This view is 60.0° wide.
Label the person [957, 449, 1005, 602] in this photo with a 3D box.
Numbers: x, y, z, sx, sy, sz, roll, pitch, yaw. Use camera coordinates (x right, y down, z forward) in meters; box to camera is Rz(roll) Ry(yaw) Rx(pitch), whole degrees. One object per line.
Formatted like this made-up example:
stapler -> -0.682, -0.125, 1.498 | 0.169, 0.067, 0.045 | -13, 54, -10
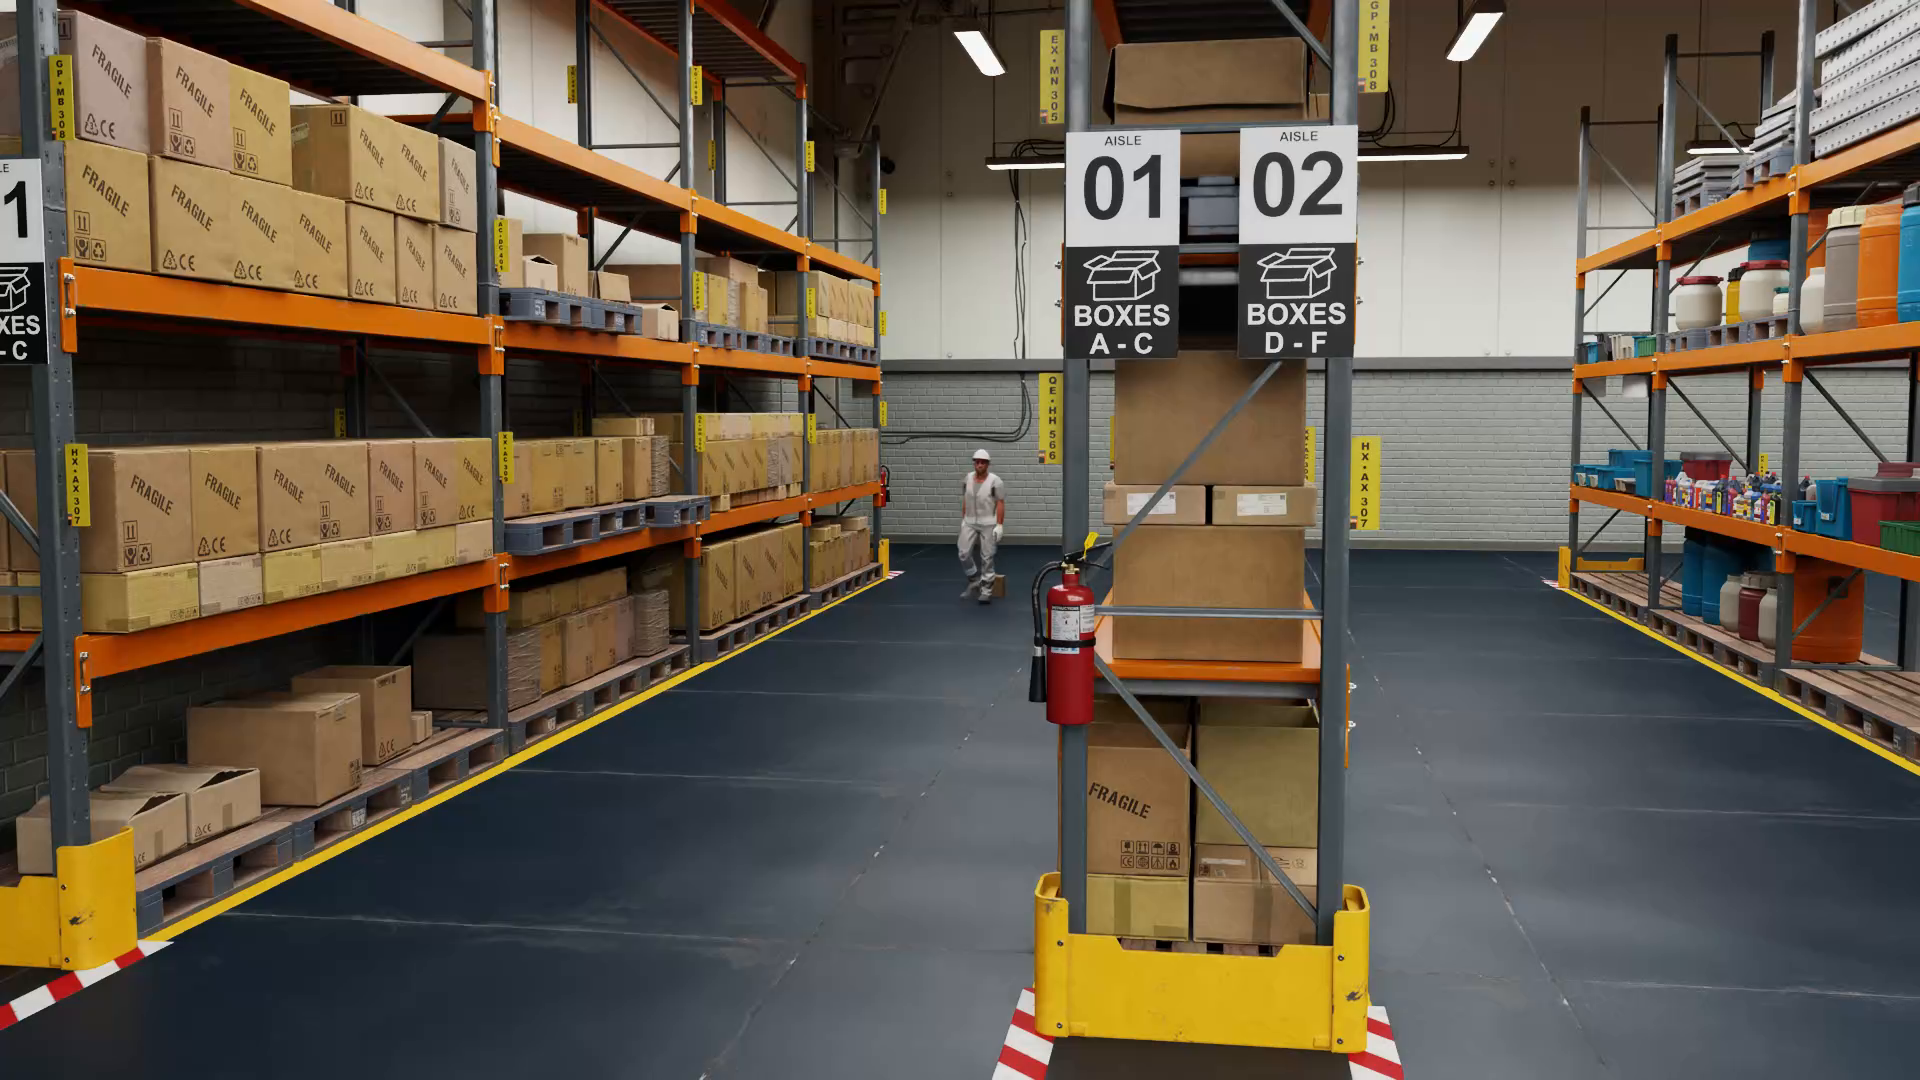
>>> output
person -> 0.245, -0.163, 19.172 | 0.580, 1.768, 0.502 | 2, 5, 21
